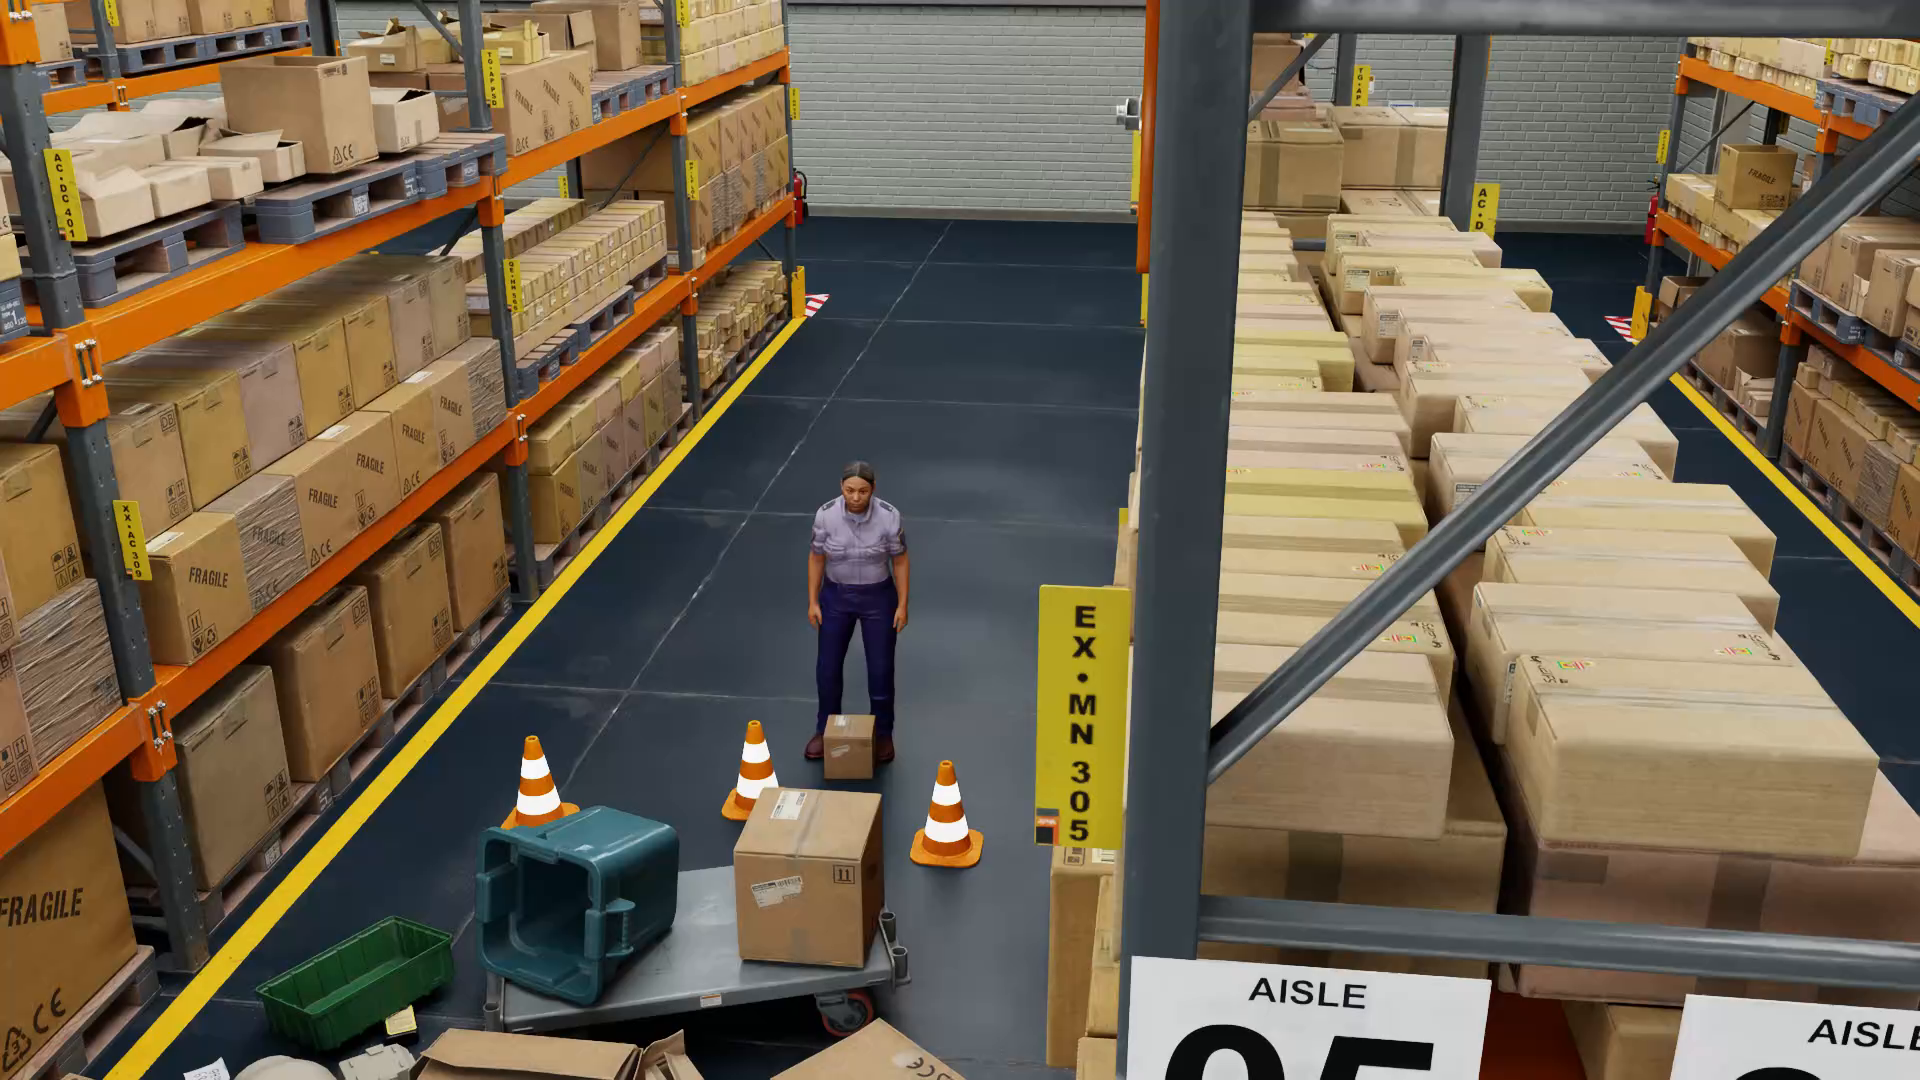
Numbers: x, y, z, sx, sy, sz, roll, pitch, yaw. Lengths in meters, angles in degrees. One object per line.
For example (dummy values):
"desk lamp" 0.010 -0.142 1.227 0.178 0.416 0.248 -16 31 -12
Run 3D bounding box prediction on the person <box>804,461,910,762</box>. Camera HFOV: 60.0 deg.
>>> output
"person" -0.545 0.349 8.701 0.564 1.651 0.367 1 21 3
